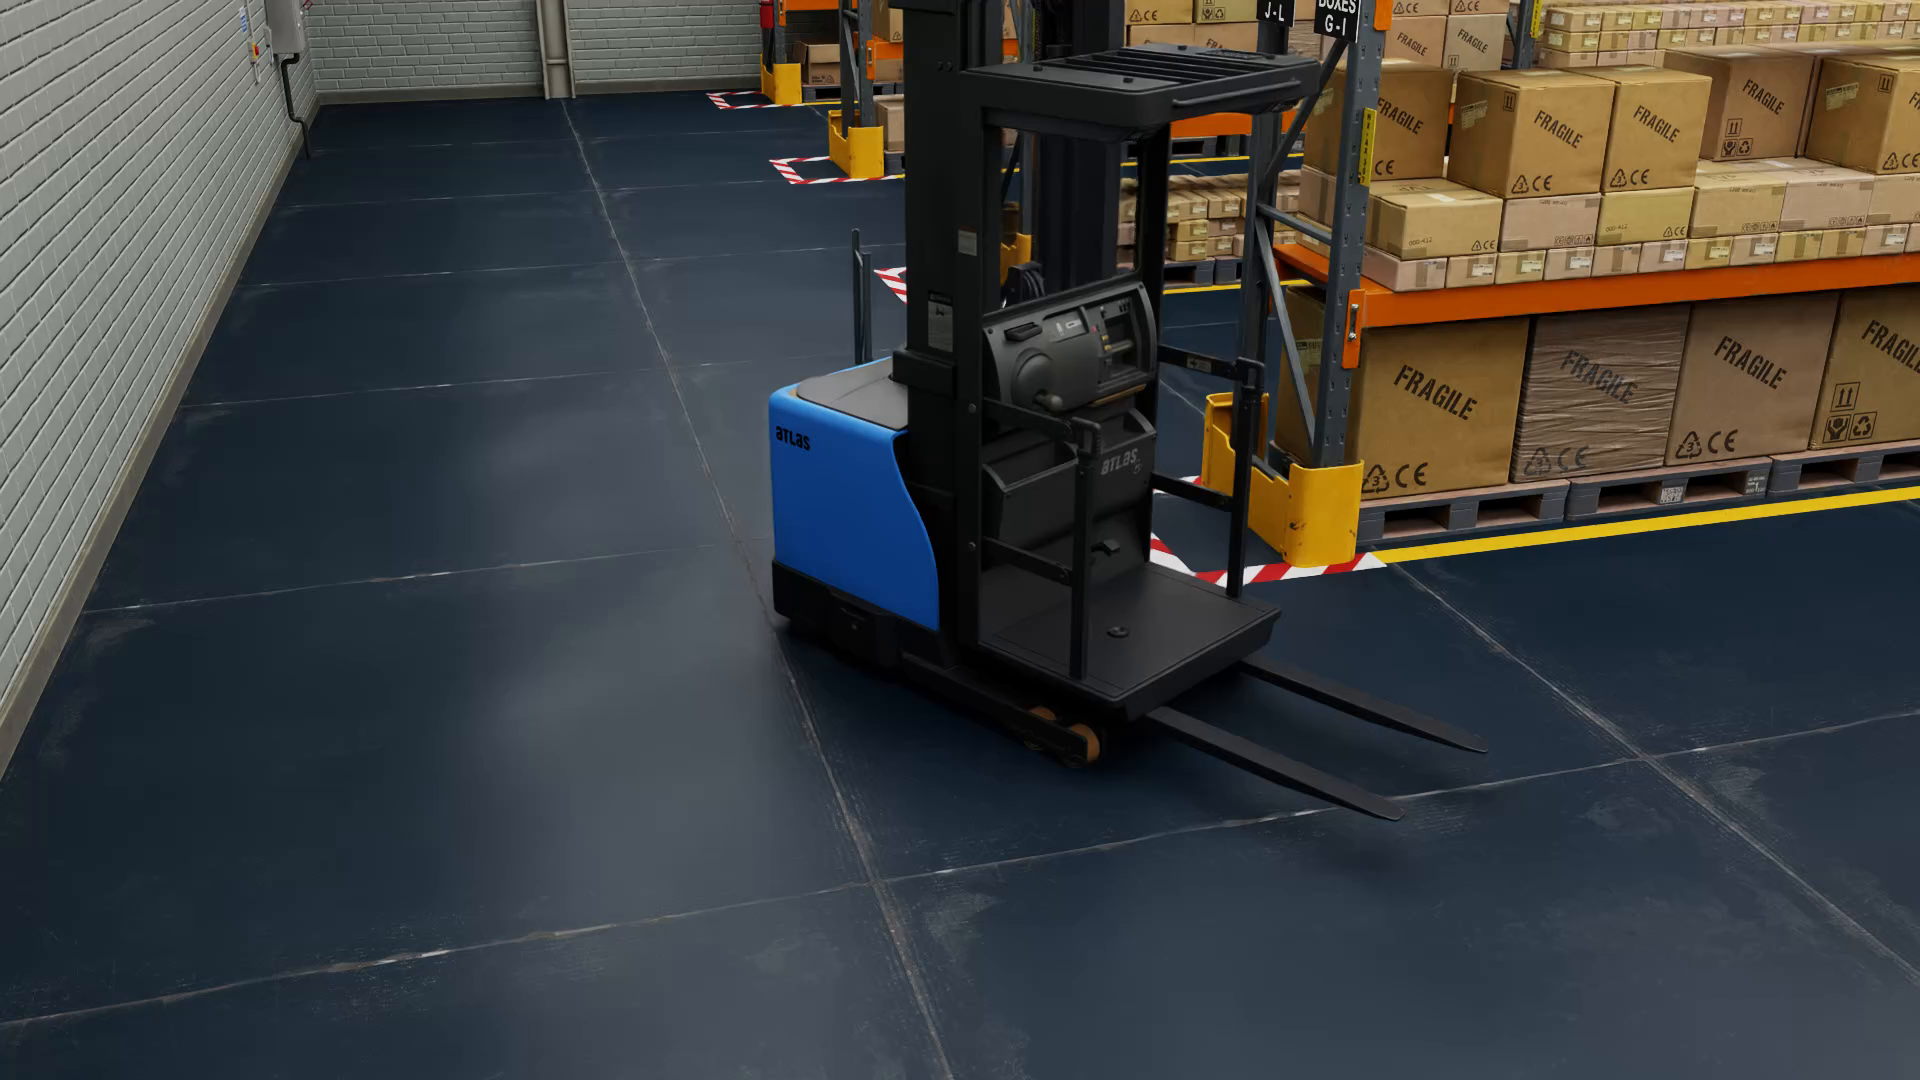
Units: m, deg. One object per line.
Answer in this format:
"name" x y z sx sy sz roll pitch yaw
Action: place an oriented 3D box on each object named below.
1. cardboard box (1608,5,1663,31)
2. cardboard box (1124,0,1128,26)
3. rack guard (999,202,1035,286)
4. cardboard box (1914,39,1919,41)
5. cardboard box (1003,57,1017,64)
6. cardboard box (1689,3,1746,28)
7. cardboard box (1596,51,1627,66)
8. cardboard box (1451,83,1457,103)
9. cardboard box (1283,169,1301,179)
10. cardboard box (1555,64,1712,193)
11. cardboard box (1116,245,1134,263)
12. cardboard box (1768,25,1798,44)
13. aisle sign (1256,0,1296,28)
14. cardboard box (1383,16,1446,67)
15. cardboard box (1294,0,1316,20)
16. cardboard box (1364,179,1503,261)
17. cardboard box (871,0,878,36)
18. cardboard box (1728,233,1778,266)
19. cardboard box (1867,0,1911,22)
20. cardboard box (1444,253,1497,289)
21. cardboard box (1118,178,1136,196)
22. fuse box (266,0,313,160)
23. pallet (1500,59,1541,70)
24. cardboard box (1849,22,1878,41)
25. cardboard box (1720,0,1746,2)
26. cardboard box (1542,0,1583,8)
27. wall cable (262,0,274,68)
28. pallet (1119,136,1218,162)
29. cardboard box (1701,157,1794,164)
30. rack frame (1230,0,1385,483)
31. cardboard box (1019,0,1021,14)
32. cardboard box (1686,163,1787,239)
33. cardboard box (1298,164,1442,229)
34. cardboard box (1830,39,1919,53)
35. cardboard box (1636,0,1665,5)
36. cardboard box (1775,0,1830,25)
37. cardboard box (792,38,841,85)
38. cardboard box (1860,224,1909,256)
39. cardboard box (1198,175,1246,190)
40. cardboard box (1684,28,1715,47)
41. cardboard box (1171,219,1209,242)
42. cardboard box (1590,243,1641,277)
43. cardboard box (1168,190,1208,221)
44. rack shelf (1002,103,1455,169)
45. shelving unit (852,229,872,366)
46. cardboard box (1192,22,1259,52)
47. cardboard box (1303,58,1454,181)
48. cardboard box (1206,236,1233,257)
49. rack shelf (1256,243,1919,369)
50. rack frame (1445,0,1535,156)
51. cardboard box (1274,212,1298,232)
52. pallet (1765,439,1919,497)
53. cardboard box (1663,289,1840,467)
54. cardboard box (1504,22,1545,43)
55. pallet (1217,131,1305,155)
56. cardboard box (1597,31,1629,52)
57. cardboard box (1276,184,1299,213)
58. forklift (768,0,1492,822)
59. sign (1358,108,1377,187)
"cardboard box" 5.249 -4.078 12.980 0.250 0.149 0.380 -6 24 -14
"cardboard box" 0.884 -3.964 11.912 0.500 0.500 0.500 -6 24 -15
"rack guard" 0.453 -2.234 12.823 0.348 0.500 1.175 -6 24 -14
"cardboard box" 7.732 -4.078 13.735 0.250 0.149 0.380 -6 24 -13
"cardboard box" 0.652 -6.281 22.020 0.258 0.266 0.396 -5 24 -12
"cardboard box" 5.980 -4.157 13.166 0.250 0.149 0.380 -5 24 -12
"cardboard box" 5.000 -3.778 13.036 0.250 0.149 0.380 -6 24 -14
"cardboard box" 3.801 -3.497 12.915 0.250 0.149 0.380 -7 24 -16
"cardboard box" 2.820 -2.914 13.566 0.250 0.149 0.380 -6 24 -13
"cardboard box" 3.136 -1.953 7.859 0.500 0.500 0.500 -7 24 -16
"cardboard box" 1.201 -2.251 12.775 0.250 0.149 0.380 -6 24 -15
"cardboard box" 6.489 -4.078 13.358 0.250 0.149 0.380 -6 24 -13
"aisle sign" 1.472 -2.782 7.633 0.004 0.787 0.394 -6 24 -14
"cardboard box" 3.342 -3.770 12.728 0.500 0.500 0.500 -7 24 -16
"cardboard box" 2.365 -4.123 12.282 0.500 0.500 0.500 -7 24 -16
"cardboard box" 2.158 -1.497 7.749 0.500 0.250 0.500 -7 24 -16
"cardboard box" -0.661 -5.441 17.000 0.500 0.500 0.500 -6 24 -14
"cardboard box" 3.786 -1.471 8.193 0.250 0.149 0.380 -6 24 -14
"cardboard box" 7.492 -4.326 13.559 0.250 0.149 0.380 -7 24 -15
"cardboard box" 2.300 -1.306 7.808 0.250 0.149 0.380 -7 24 -15
"cardboard box" 1.294 -2.765 13.217 0.250 0.149 0.380 -7 24 -16
"fuse box" -6.904 -4.855 17.395 0.414 1.711 0.539 -6 24 -14
"pallet" 5.007 -3.739 13.403 1.213 0.211 1.003 -6 24 -14
"cardboard box" 7.221 -4.158 13.544 0.250 0.149 0.380 -6 24 -13
"cardboard box" 6.320 -4.462 13.876 0.250 0.149 0.380 -6 24 -13
"cardboard box" 4.824 -4.298 13.494 0.250 0.149 0.380 -7 24 -16
"wall cable" -6.871 -5.638 16.297 0.122 1.984 0.588 -6 24 -14
"pallet" 2.044 -4.337 18.089 1.213 0.211 1.003 -6 24 -14
"cardboard box" 3.973 -1.916 8.724 0.500 0.250 0.500 -6 24 -13
"rack frame" 1.623 -1.481 7.898 0.127 3.000 1.000 -6 24 -14
"cardboard box" 0.754 -4.160 12.370 0.500 0.500 0.500 -7 24 -15
"cardboard box" 3.642 -1.665 8.139 0.500 0.250 0.500 -7 24 -15
"cardboard box" 2.018 -1.701 8.224 0.500 0.250 0.500 -7 24 -15
"cardboard box" 4.944 -2.366 8.821 0.500 0.500 0.500 -6 24 -14
"cardboard box" 5.563 -4.377 13.679 0.250 0.149 0.380 -7 24 -16
"cardboard box" 6.750 -4.245 13.370 0.250 0.149 0.380 -6 24 -14
"cardboard box" -1.784 -6.203 21.535 0.637 0.503 0.797 -7 24 -16
"cardboard box" 4.526 -1.553 8.383 0.250 0.149 0.380 -6 24 -13
"cardboard box" 2.088 -2.804 13.309 0.250 0.149 0.380 -7 24 -16
"cardboard box" 5.742 -3.996 13.168 0.250 0.149 0.380 -5 24 -12
"cardboard box" 1.721 -2.406 12.760 0.250 0.149 0.380 -6 24 -13
"cardboard box" 3.043 -1.388 8.000 0.250 0.149 0.380 -7 24 -15
"cardboard box" 1.703 -2.569 12.762 0.250 0.149 0.380 -8 24 -17
"rack shelf" 2.306 -3.257 12.950 4.000 0.370 1.077 -6 24 -14
"shelving unit" 0.044 -0.719 8.024 1.048 1.500 0.538 -4 24 -9
"cardboard box" 1.871 -3.615 12.366 0.500 0.500 0.500 -6 24 -14
"cardboard box" 2.021 -2.045 8.074 0.500 0.500 0.500 -6 24 -14
"cardboard box" 1.934 -2.329 12.957 0.250 0.149 0.380 -6 24 -14
"rack shelf" 3.548 -1.364 8.536 4.000 0.370 1.077 -6 24 -14
"rack frame" 4.232 -3.801 13.304 0.127 3.000 1.000 -6 24 -14
"cardboard box" 2.464 -2.540 13.072 0.250 0.149 0.380 -5 24 -12
"pallet" 4.721 -0.574 9.321 1.213 0.211 1.003 -6 24 -14
"cardboard box" 3.950 -0.988 8.910 0.875 0.875 0.875 -6 24 -14
"cardboard box" 4.561 -4.133 13.486 0.250 0.149 0.380 -6 24 -13
"pallet" 3.520 -4.499 18.467 1.213 0.211 1.003 -6 24 -14
"cardboard box" 4.984 -3.911 12.969 0.250 0.149 0.380 -7 24 -15
"cardboard box" 2.454 -2.669 12.994 0.250 0.149 0.380 -6 24 -14
"forklift" 0.587 -0.720 6.210 3.031 2.935 1.130 21 31 40
"sign" 1.767 -1.704 7.219 0.005 0.325 0.100 -6 24 -14
